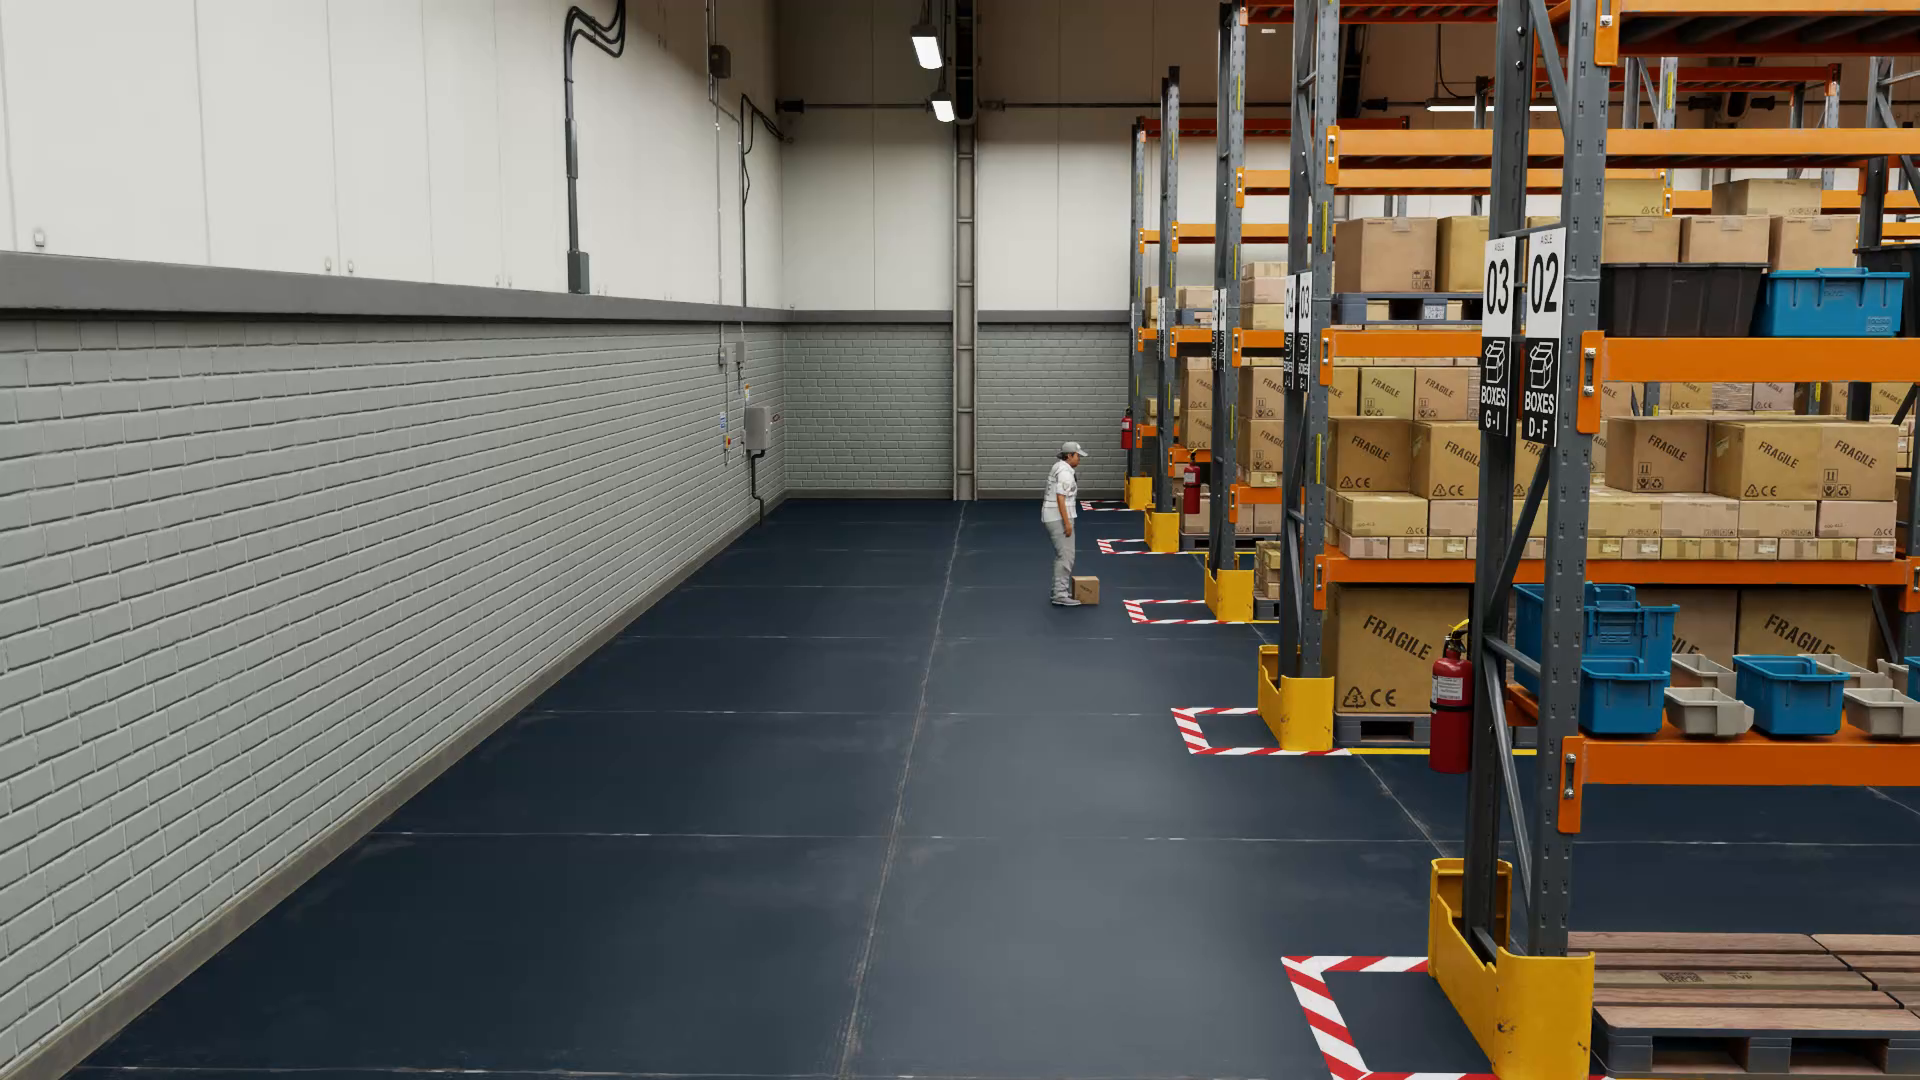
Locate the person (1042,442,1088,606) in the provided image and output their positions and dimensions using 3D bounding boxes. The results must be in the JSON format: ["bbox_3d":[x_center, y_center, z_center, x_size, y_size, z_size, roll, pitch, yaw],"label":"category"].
[{"bbox_3d":[1.084,-0.182,17.163,0.473,1.666,0.550,0,7,0],"label":"person"}]
